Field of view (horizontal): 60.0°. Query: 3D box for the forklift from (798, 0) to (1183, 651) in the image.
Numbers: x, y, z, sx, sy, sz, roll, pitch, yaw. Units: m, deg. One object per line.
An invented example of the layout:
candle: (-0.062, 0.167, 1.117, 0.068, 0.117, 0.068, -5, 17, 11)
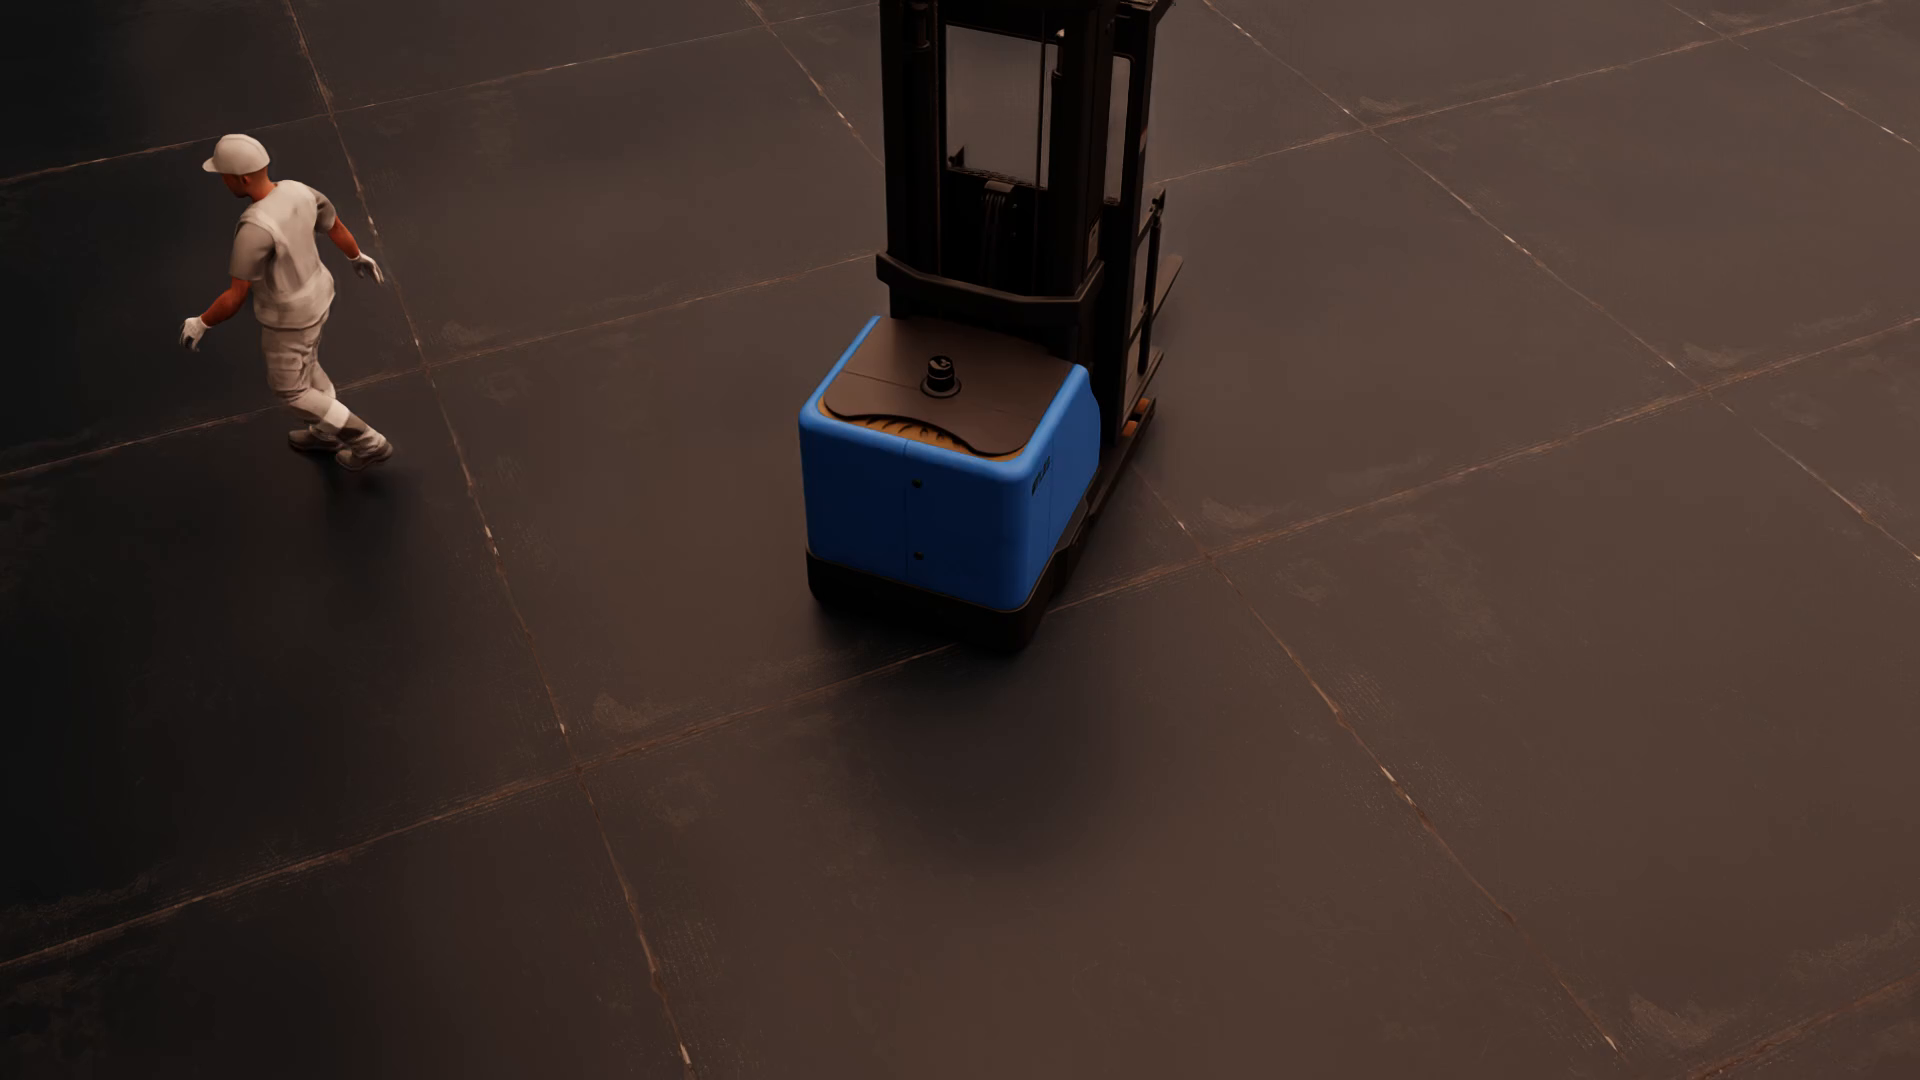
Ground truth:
forklift: (0.343, -1.606, 7.401, 1.130, 2.935, 3.031, 16, 45, 16)

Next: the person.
person: (-3.075, -1.071, 7.684, 0.690, 1.764, 0.889, 5, 43, 5)
